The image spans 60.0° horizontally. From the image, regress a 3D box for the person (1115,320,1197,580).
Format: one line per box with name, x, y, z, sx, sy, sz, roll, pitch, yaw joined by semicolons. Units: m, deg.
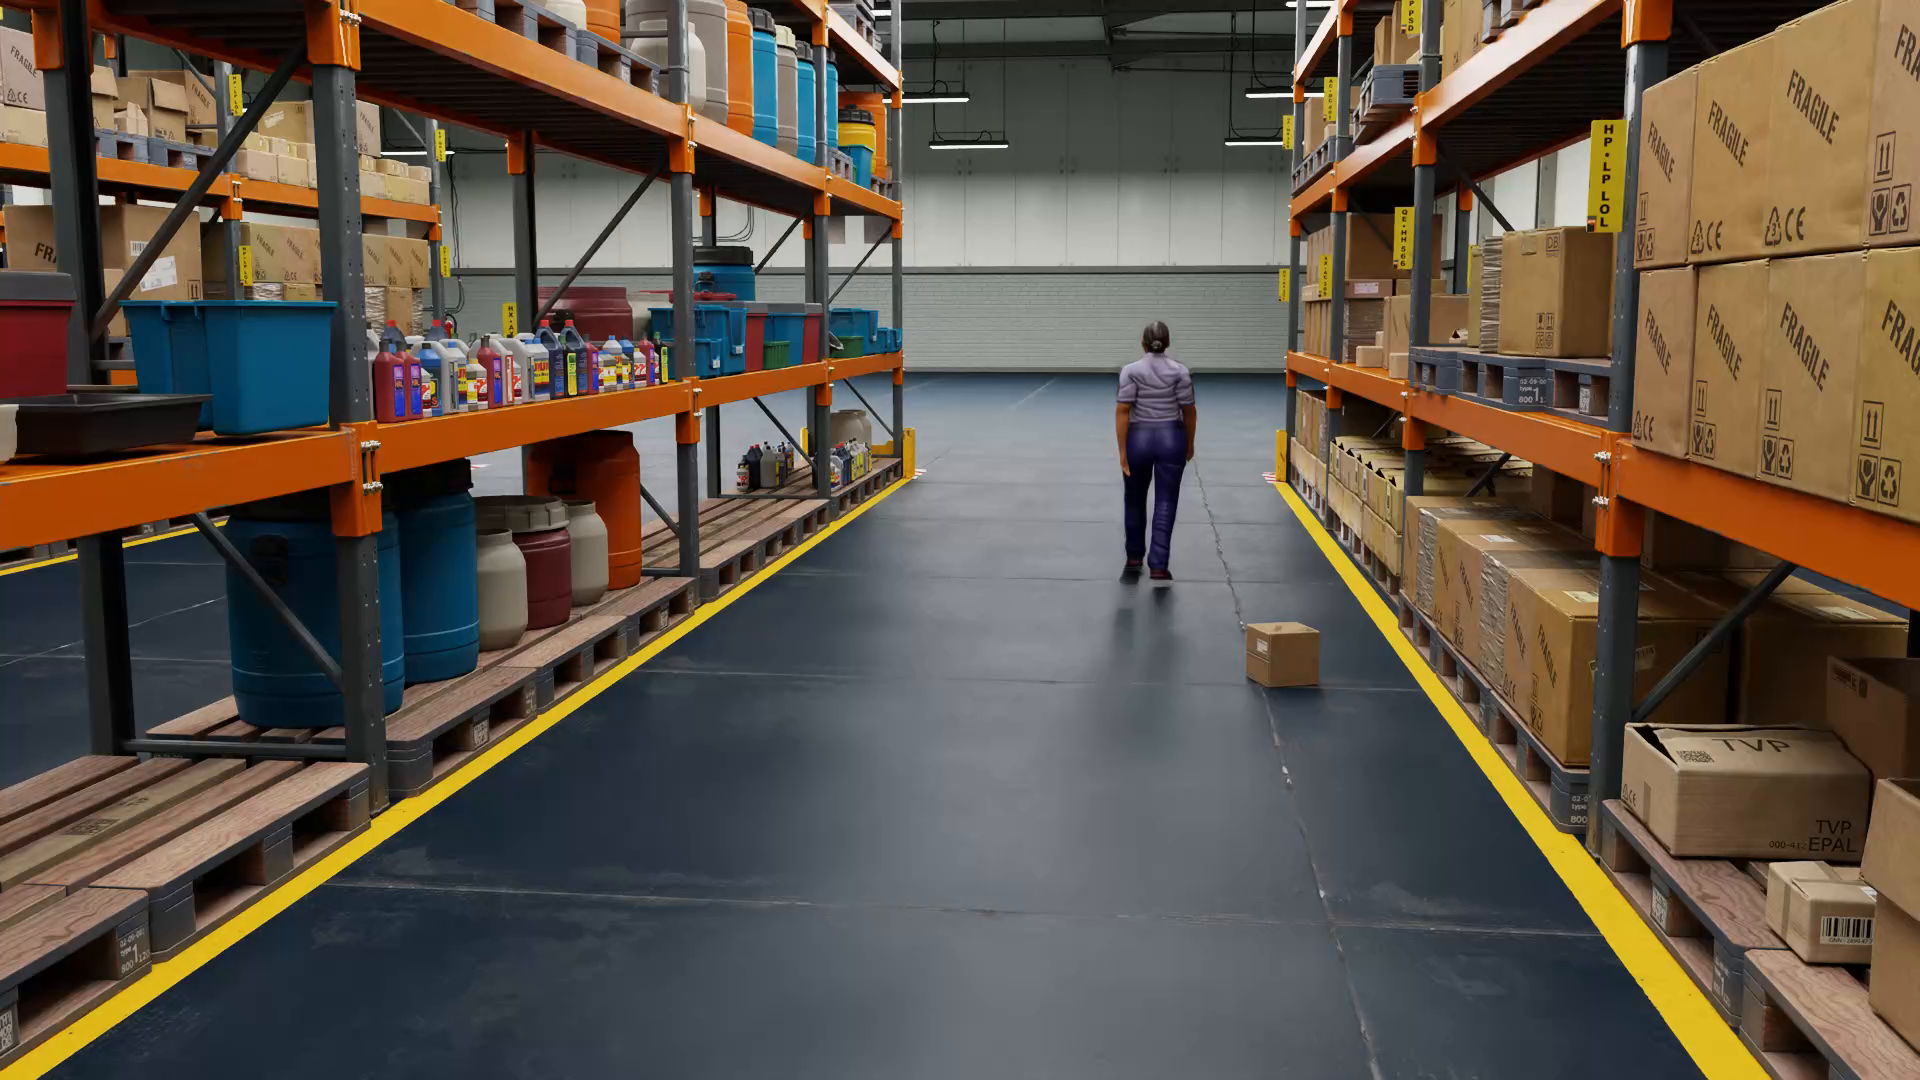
person;1.242;-0.577;10.517;0.500;1.613;0.907;1;8;9
